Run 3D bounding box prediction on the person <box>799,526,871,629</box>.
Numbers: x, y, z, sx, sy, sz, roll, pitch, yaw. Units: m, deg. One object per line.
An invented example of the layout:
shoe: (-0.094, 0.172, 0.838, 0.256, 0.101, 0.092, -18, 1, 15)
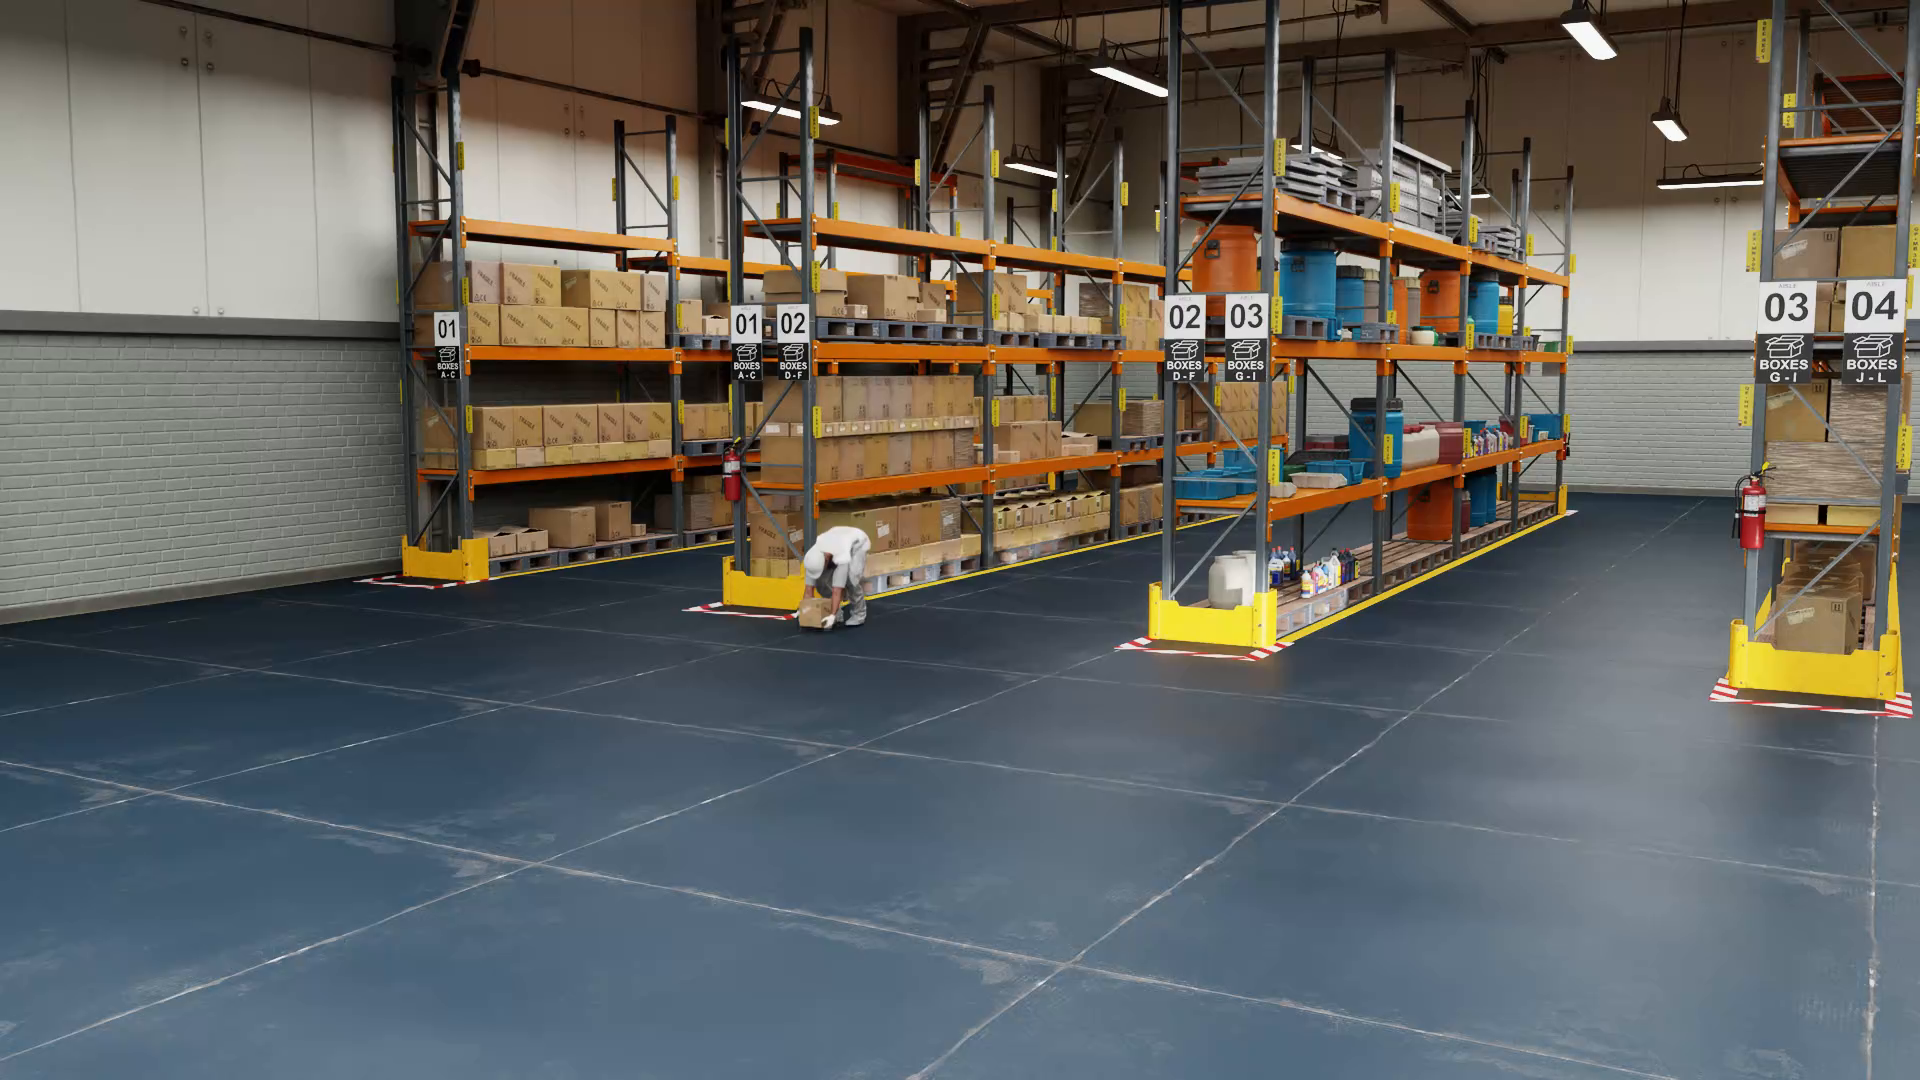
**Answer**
person: (-1.234, 0.369, 16.333, 0.522, 0.973, 0.981, 3, 7, 26)
